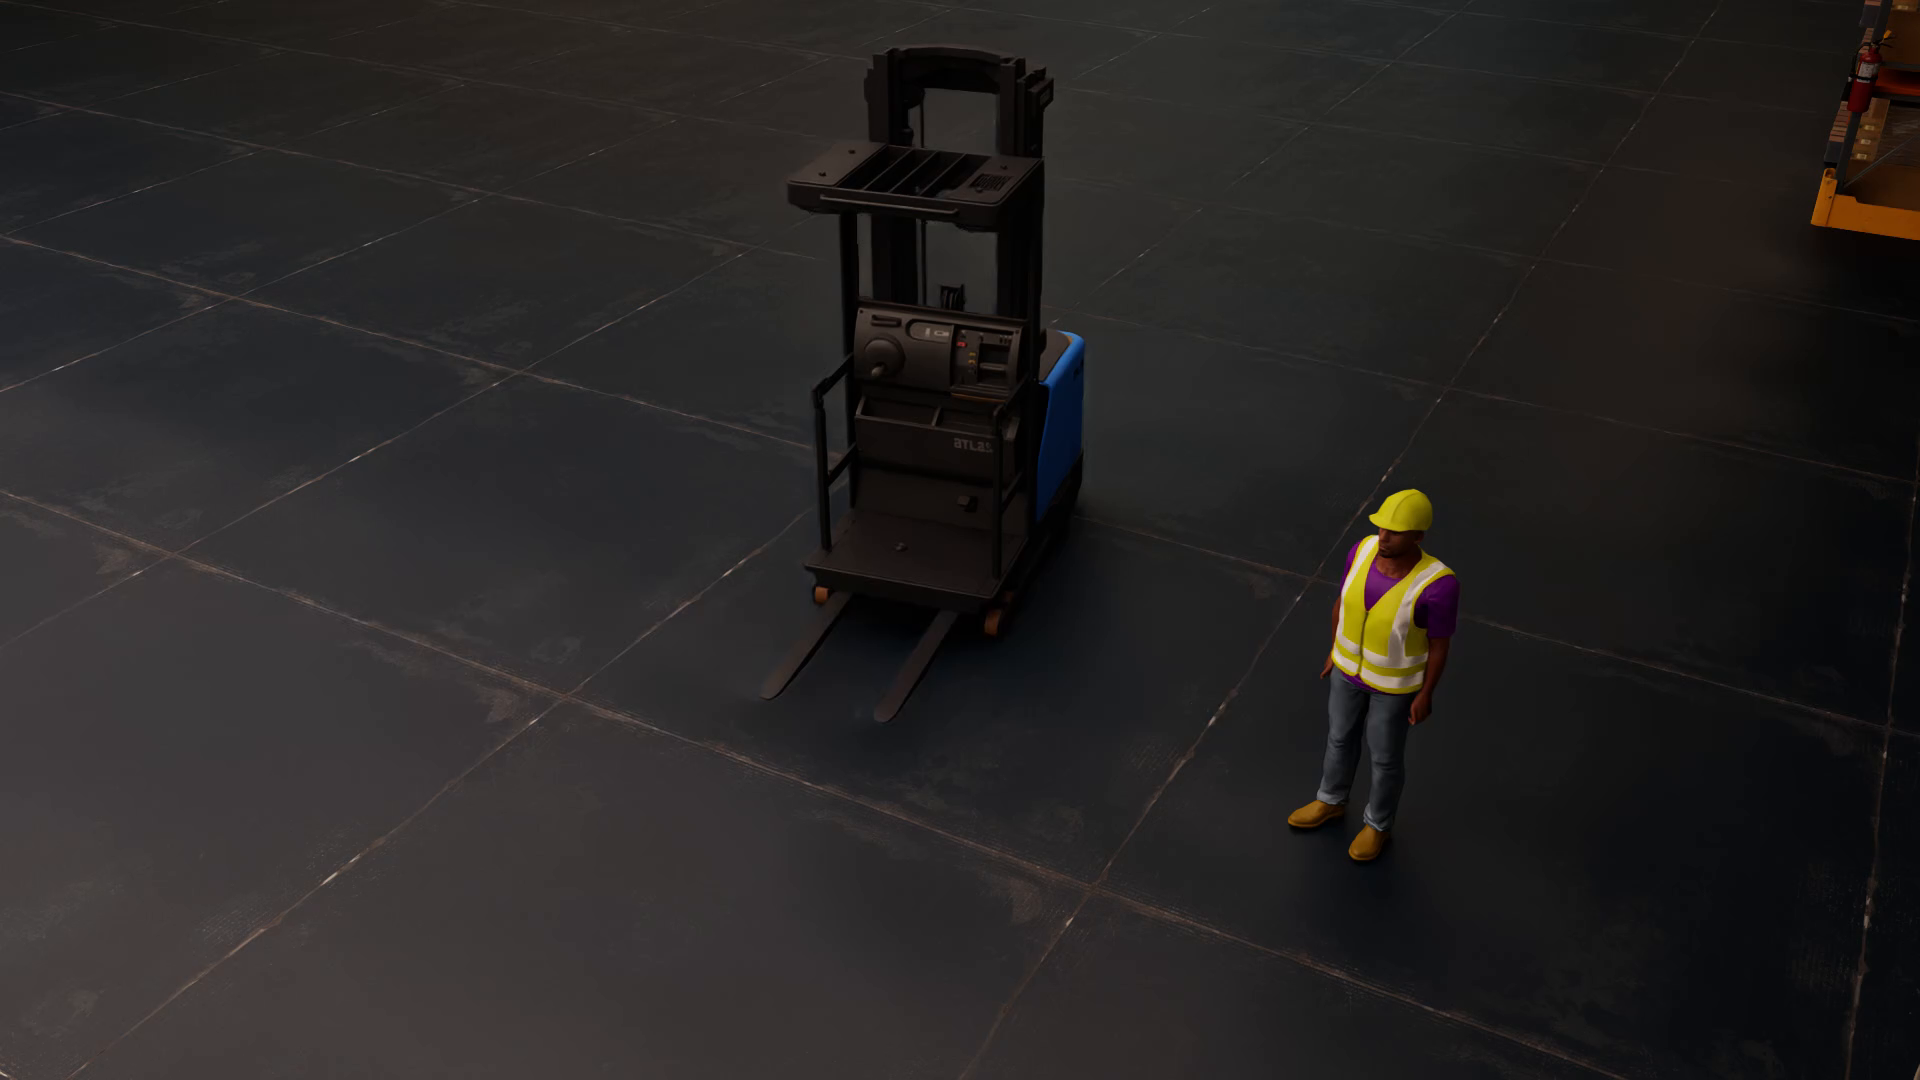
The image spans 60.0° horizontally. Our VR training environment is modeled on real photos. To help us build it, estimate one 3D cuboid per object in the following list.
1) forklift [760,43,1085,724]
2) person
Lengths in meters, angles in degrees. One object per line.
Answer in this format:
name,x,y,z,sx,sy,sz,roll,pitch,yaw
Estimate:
forklift,-0.189,-0.963,8.739,1.130,2.935,3.031,10,31,16
person,1.807,0.585,7.223,0.382,1.771,0.552,-25,38,-37
